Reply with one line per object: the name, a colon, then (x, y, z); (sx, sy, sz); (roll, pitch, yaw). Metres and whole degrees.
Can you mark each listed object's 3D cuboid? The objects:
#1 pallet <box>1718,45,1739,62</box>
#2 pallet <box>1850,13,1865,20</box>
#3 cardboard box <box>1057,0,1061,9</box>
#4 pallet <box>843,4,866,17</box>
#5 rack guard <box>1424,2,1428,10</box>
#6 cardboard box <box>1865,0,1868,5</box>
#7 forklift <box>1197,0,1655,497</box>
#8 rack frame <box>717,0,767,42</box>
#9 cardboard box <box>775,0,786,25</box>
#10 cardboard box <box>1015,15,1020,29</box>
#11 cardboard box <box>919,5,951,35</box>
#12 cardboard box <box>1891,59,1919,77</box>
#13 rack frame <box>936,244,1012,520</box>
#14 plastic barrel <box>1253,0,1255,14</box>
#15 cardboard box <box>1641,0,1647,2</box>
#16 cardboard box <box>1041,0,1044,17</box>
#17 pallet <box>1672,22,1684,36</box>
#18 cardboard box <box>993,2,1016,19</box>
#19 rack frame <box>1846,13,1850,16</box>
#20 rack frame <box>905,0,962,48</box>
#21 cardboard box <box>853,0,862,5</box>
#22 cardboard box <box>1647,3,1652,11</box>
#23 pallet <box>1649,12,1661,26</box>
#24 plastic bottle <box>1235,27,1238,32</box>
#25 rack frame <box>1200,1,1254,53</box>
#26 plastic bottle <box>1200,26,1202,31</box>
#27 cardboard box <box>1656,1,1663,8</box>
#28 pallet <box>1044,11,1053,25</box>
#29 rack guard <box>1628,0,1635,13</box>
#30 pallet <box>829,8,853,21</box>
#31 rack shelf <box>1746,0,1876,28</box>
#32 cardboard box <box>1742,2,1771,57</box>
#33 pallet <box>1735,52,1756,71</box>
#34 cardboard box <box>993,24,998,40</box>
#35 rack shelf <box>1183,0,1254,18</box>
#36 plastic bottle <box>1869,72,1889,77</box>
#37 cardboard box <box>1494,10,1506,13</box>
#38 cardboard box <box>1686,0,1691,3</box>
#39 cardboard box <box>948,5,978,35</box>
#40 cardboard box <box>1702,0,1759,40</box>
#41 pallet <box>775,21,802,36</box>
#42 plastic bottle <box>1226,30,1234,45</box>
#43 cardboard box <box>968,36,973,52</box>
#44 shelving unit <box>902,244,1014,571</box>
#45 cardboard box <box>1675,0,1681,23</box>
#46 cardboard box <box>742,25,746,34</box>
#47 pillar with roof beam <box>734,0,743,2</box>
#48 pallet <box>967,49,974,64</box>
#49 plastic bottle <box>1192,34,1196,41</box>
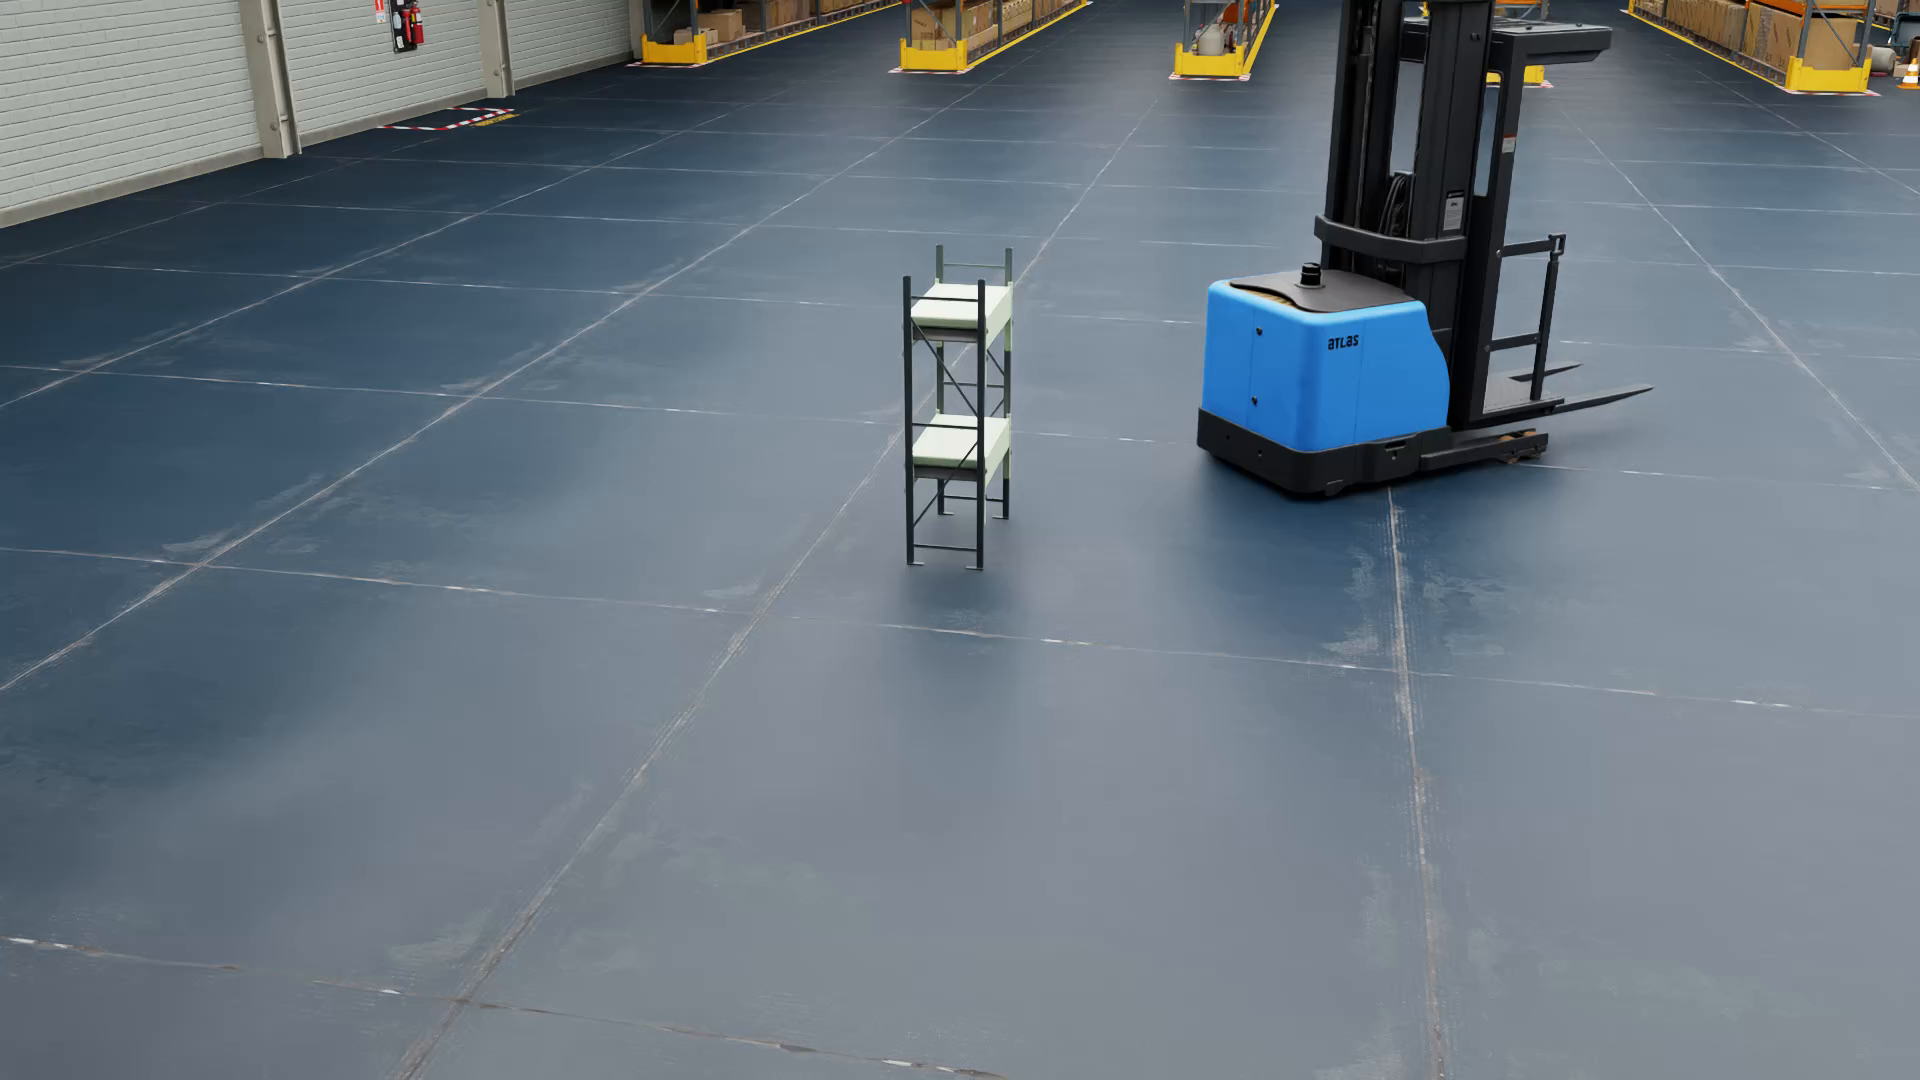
pallet: (14.960, -9.175, 31.352); (1.003, 0.211, 1.213); (4, 22, 11)
pallet: (22.105, -12.637, 39.948); (1.003, 0.211, 1.213); (4, 22, 11)
cardboard box: (2.156, -13.120, 40.172); (0.500, 0.500, 0.500); (4, 22, 11)
pallet: (-2.957, -13.073, 41.030); (1.003, 0.211, 1.213); (4, 22, 11)
rack guard: (12.495, -13.833, 42.533); (1.175, 0.500, 0.348); (4, 22, 11)
cardboard box: (22.155, -12.986, 39.950); (0.875, 0.438, 0.875); (4, 22, 9)
forklift: (2.982, -1.980, 9.848); (3.031, 2.935, 1.130); (-11, 25, -26)
rack frame: (-4.506, -11.728, 33.959); (1.000, 3.000, 0.127); (4, 22, 11)
cardboard box: (-4.172, -11.420, 35.950); (0.700, 0.500, 0.500); (5, 22, 12)
cardboard box: (0.982, -10.962, 35.176); (0.500, 0.250, 0.500); (5, 22, 12)
cardboard box: (-0.464, -9.742, 31.142); (0.500, 0.500, 0.500); (4, 22, 11)
cardboard box: (16.328, -8.143, 28.717); (0.396, 0.266, 0.258); (8, 23, 20)
rack frame: (0.073, -0.827, 8.900); (0.400, 1.500, 0.023); (4, 22, 11)
plastic barrel: (6.553, -12.664, 38.529); (0.600, 0.901, 0.708); (4, 22, 11)
cardboard box: (16.734, -13.130, 40.295); (0.380, 0.149, 0.250); (5, 23, 13)
cardboard box: (1.634, -12.196, 37.878); (0.500, 0.500, 0.500); (4, 22, 9)
pallet: (16.104, -11.080, 36.083); (1.003, 0.211, 1.213); (4, 22, 11)
cardboard box: (0.884, -11.036, 34.608); (0.500, 0.311, 0.500); (4, 22, 9)
rack frame: (22.191, -14.229, 40.168); (1.000, 3.000, 0.127); (4, 22, 11)
rack frame: (-0.472, -9.889, 29.393); (1.000, 3.000, 0.127); (4, 22, 11)
cardboard box: (-2.879, -13.604, 40.932); (0.750, 0.750, 0.750); (5, 22, 12)
cardboard box: (16.602, -12.708, 39.645); (0.380, 0.149, 0.250); (4, 22, 11)
pallet: (16.611, -12.061, 38.518); (1.003, 0.211, 1.213); (4, 22, 11)
plastic bottle: (5.238, -9.503, 31.390); (0.144, 0.351, 0.185); (4, 22, 11)
rack frame: (5.192, -10.973, 32.084); (1.000, 3.000, 0.127); (4, 22, 11)
plastic bottle: (4.583, -9.616, 31.671); (0.144, 0.351, 0.185); (4, 22, 9)
cardboard box: (16.305, -12.356, 38.374); (0.380, 0.149, 0.250); (3, 22, 8)
pallet: (1.601, -12.236, 38.954); (1.003, 0.211, 1.213); (4, 22, 11)
rack guard: (17.309, -13.382, 41.411); (1.175, 0.500, 0.348); (4, 22, 11)
pallet: (-3.204, -12.625, 39.919); (1.003, 0.211, 1.213); (4, 22, 11)
rack shelf: (14.468, -9.115, 28.434); (1.077, 0.370, 4.000); (4, 22, 11)
cardboard box: (14.679, -9.165, 29.877); (0.875, 0.875, 0.875); (5, 22, 12)
pallet: (14.644, -8.615, 29.961); (1.003, 0.211, 1.213); (4, 22, 11)
cardboard box: (0.463, -10.085, 32.998); (0.500, 0.250, 0.500); (4, 22, 11)
rack shelf: (4.784, -9.908, 30.403); (1.077, 0.370, 4.000); (4, 22, 11)
plastic bottle: (15.902, -8.050, 28.761); (0.283, 0.061, 0.133); (-3, 22, -8)
cardboard box: (10.417, -10.241, 33.023); (0.700, 0.500, 0.500); (3, 22, 6)
cardboard box: (15.668, -11.482, 35.128); (0.500, 0.250, 0.500); (5, 22, 12)
cardboard box: (0.045, -9.702, 31.044); (0.500, 0.500, 0.500); (4, 22, 11)
cardboard box: (15.305, -10.259, 32.760); (1.050, 0.750, 0.750); (5, 22, 12)
pallet: (-4.102, -11.167, 36.299); (1.003, 0.211, 1.213); (4, 22, 11)
plastic bottle: (5.154, -9.588, 31.702); (0.152, 0.276, 0.135); (4, 22, 11)
cardboard box: (-0.047, -9.171, 30.728); (0.500, 0.250, 0.500); (4, 22, 11)
shelving unit: (-0.001, -0.693, 8.567); (0.431, 1.500, 0.755); (4, 22, 11)
cardboard box: (15.898, -11.505, 36.190); (0.500, 0.500, 0.500); (5, 22, 12)
cardboard box: (-4.586, -10.420, 33.915); (0.380, 0.166, 0.250); (2, 22, 4)
pillar with roof beam: (-0.588, -15.236, 34.639); (9.100, 9.000, 0.400); (4, 22, 11)
pallet: (-0.357, -8.879, 30.616); (1.003, 0.211, 1.213); (4, 22, 11)
plastic bottle: (4.328, -9.203, 30.737); (0.061, 0.283, 0.133); (5, 22, 12)
